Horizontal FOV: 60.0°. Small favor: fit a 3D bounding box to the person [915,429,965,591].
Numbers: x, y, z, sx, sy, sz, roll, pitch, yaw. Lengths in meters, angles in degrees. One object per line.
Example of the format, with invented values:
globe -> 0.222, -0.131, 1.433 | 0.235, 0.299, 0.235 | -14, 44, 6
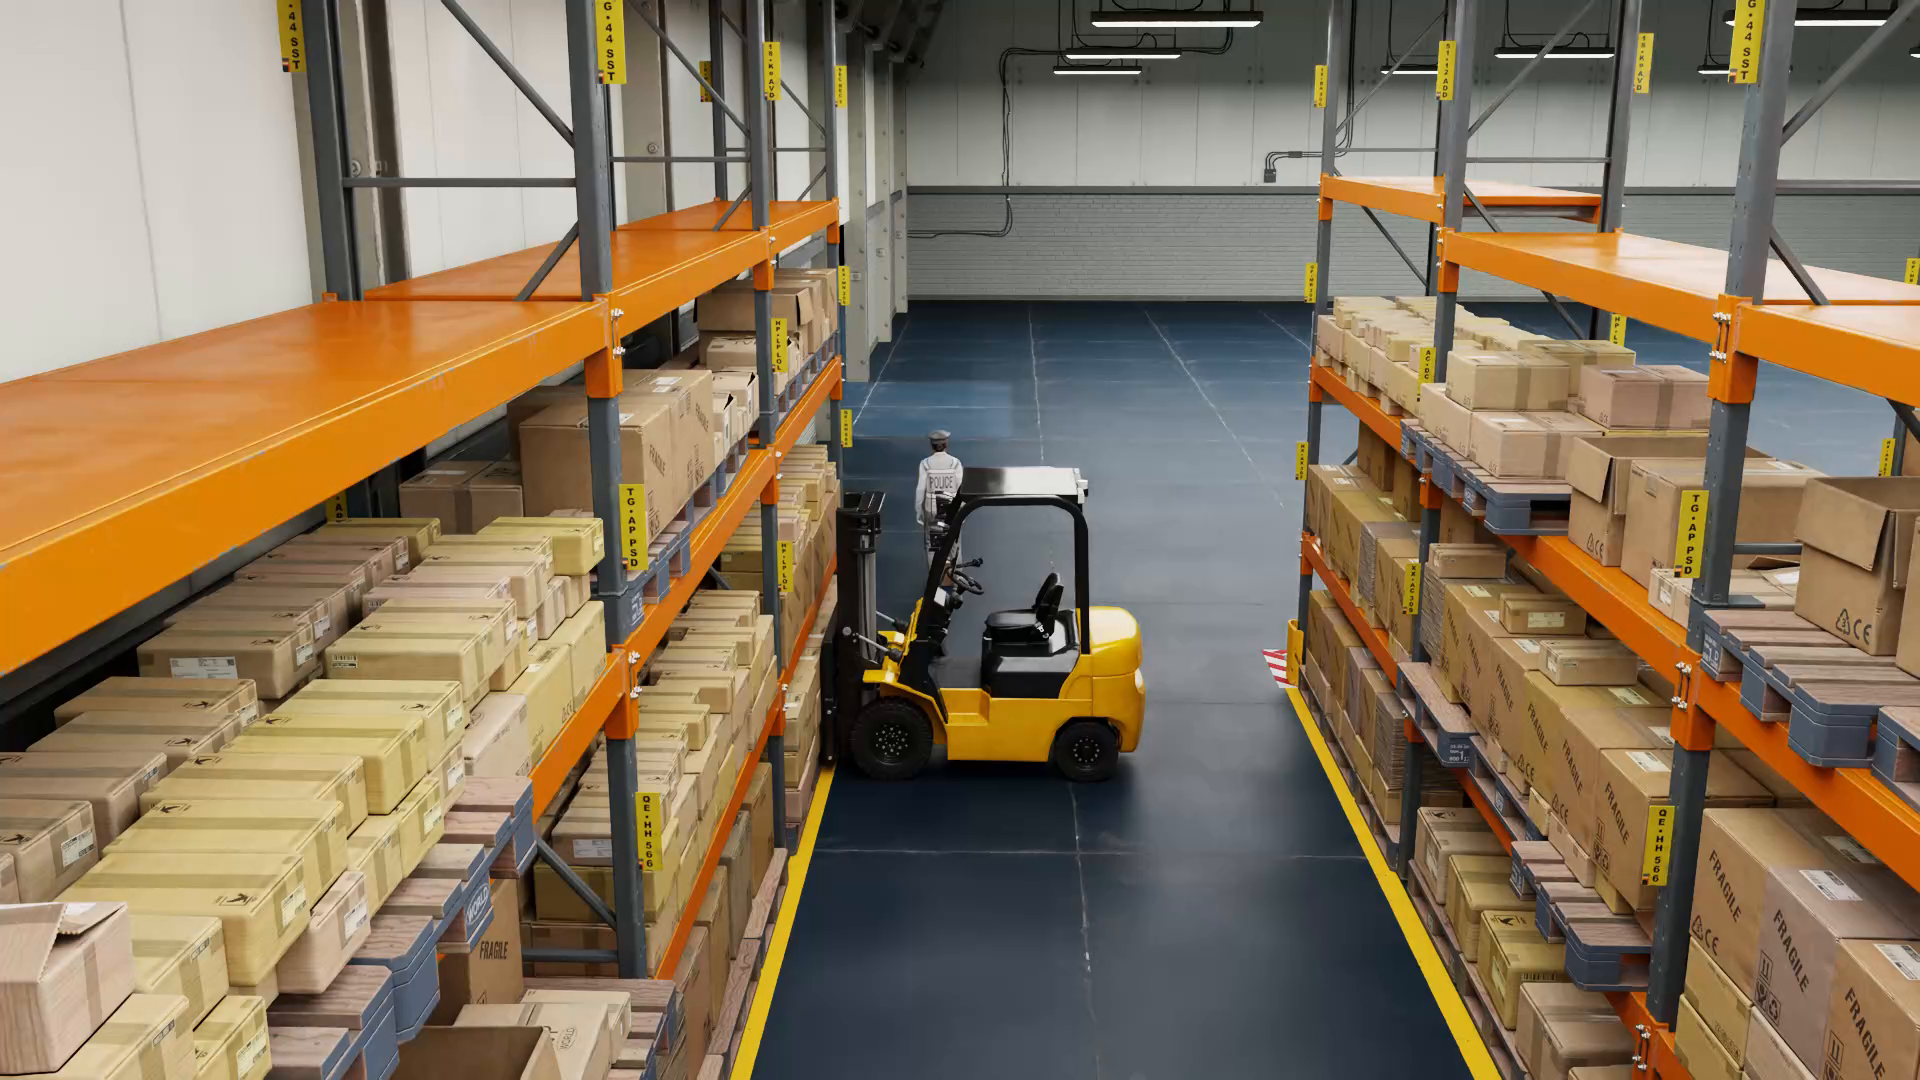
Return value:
person -> -0.192, -0.295, 17.171 | 0.546, 1.664, 0.375 | 0, 14, -2
